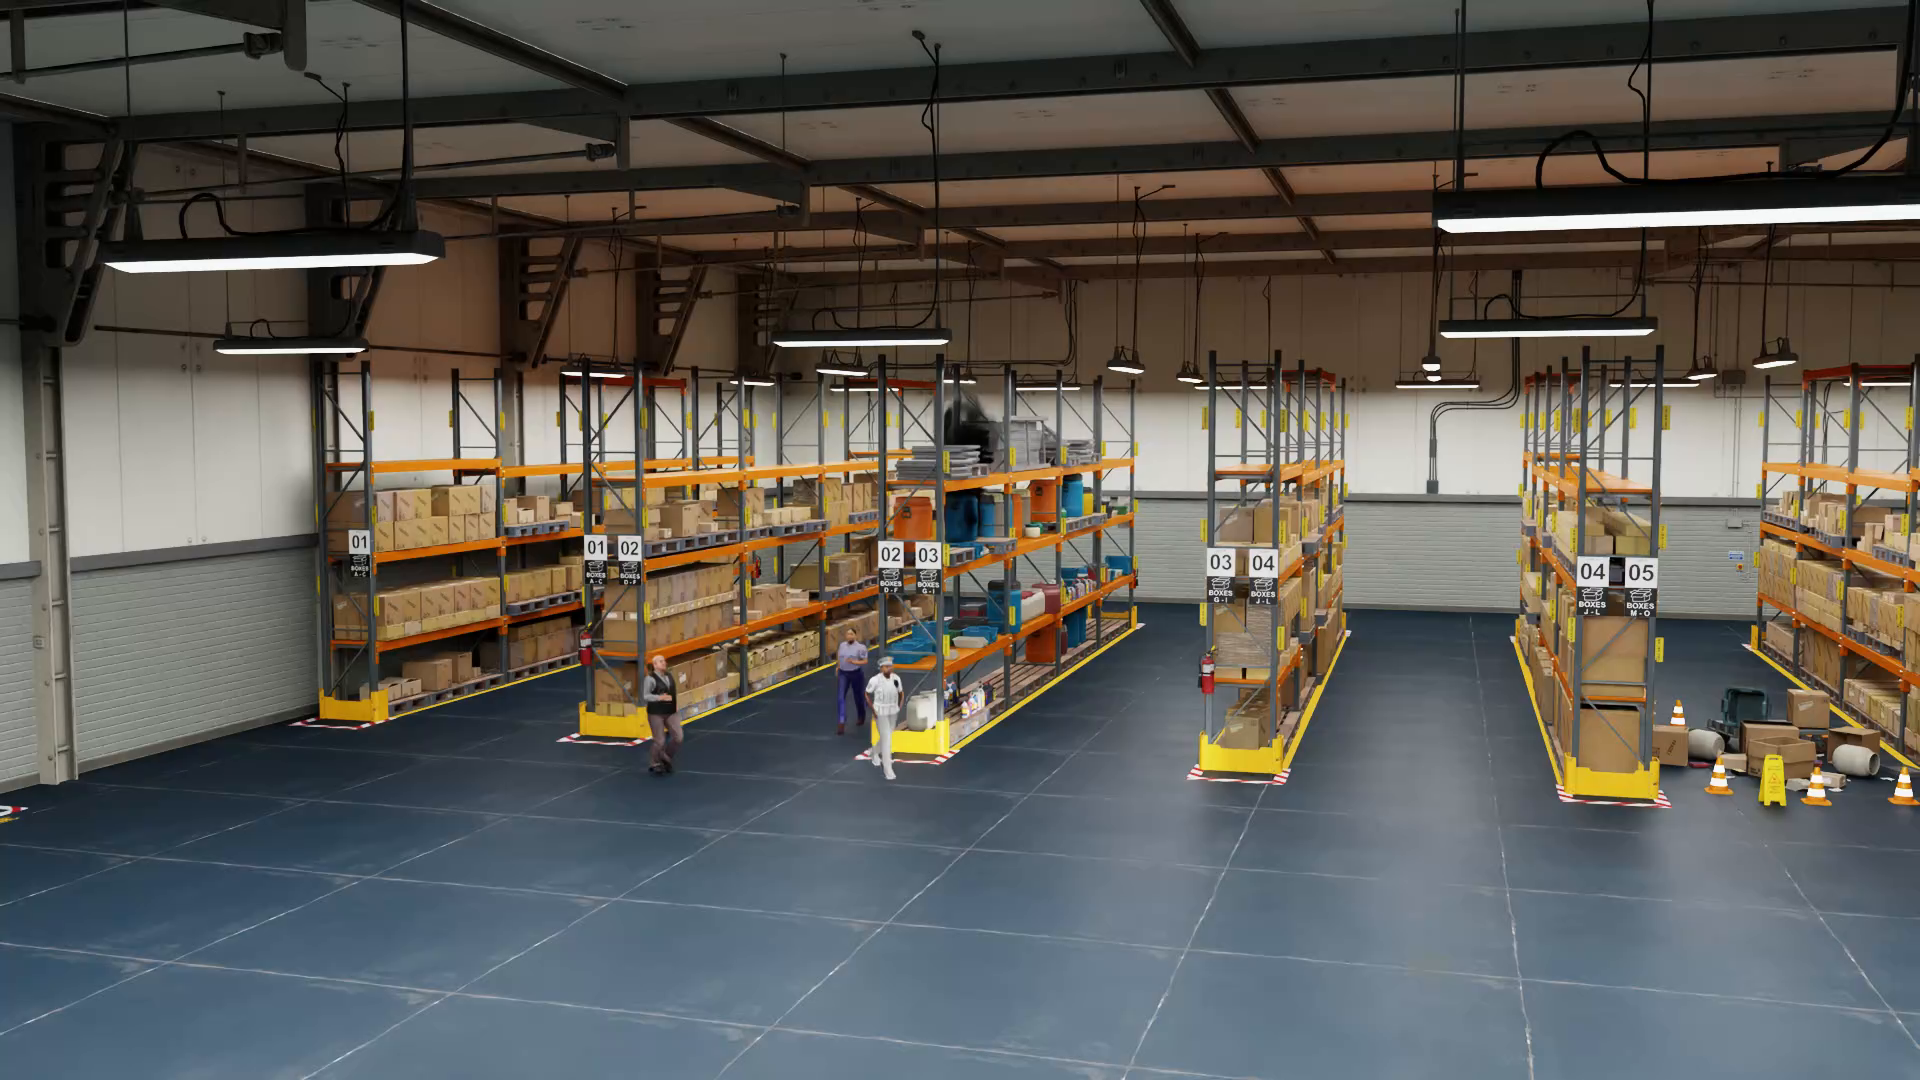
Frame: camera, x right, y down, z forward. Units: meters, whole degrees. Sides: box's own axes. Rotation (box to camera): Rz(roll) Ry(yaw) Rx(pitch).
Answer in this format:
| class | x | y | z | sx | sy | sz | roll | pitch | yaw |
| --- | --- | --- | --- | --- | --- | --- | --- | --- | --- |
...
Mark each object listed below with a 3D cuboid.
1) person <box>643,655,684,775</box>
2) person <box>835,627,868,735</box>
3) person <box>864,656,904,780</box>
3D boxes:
| class | x | y | z | sx | sy | sz | roll | pitch | yaw |
| --- | --- | --- | --- | --- | --- | --- | --- | --- | --- |
| person | -4.160 | 2.479 | 23.444 | 0.651 | 1.721 | 0.641 | 4 | 6 | 44 |
| person | -1.753 | 2.266 | 26.898 | 0.582 | 1.695 | 0.775 | 1 | 4 | 11 |
| person | -1.067 | 2.474 | 23.567 | 0.566 | 1.717 | 0.824 | -2 | 5 | -31 |
